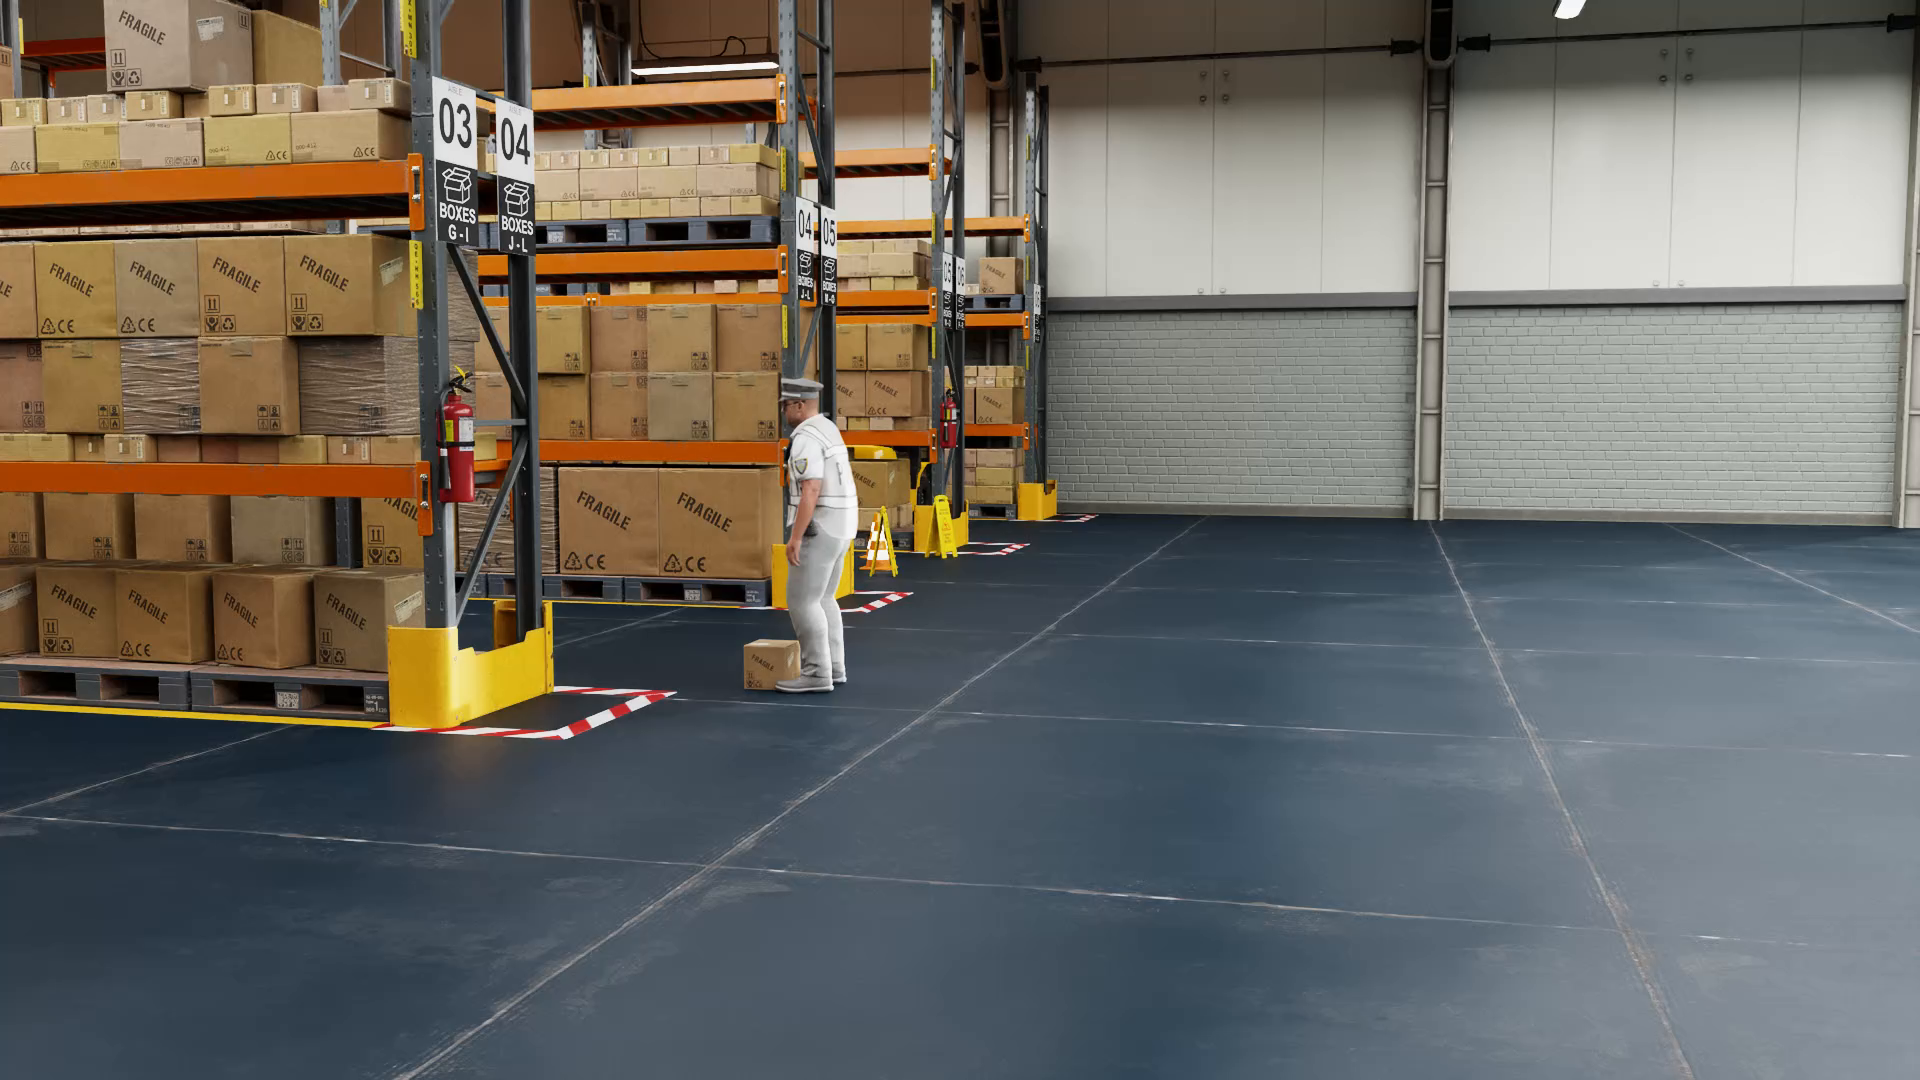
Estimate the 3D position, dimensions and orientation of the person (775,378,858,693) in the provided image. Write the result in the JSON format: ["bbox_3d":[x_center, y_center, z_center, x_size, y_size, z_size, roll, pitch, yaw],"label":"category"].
[{"bbox_3d":[-0.801,-0.033,9.346,0.428,1.751,0.605,1,5,11],"label":"person"}]
